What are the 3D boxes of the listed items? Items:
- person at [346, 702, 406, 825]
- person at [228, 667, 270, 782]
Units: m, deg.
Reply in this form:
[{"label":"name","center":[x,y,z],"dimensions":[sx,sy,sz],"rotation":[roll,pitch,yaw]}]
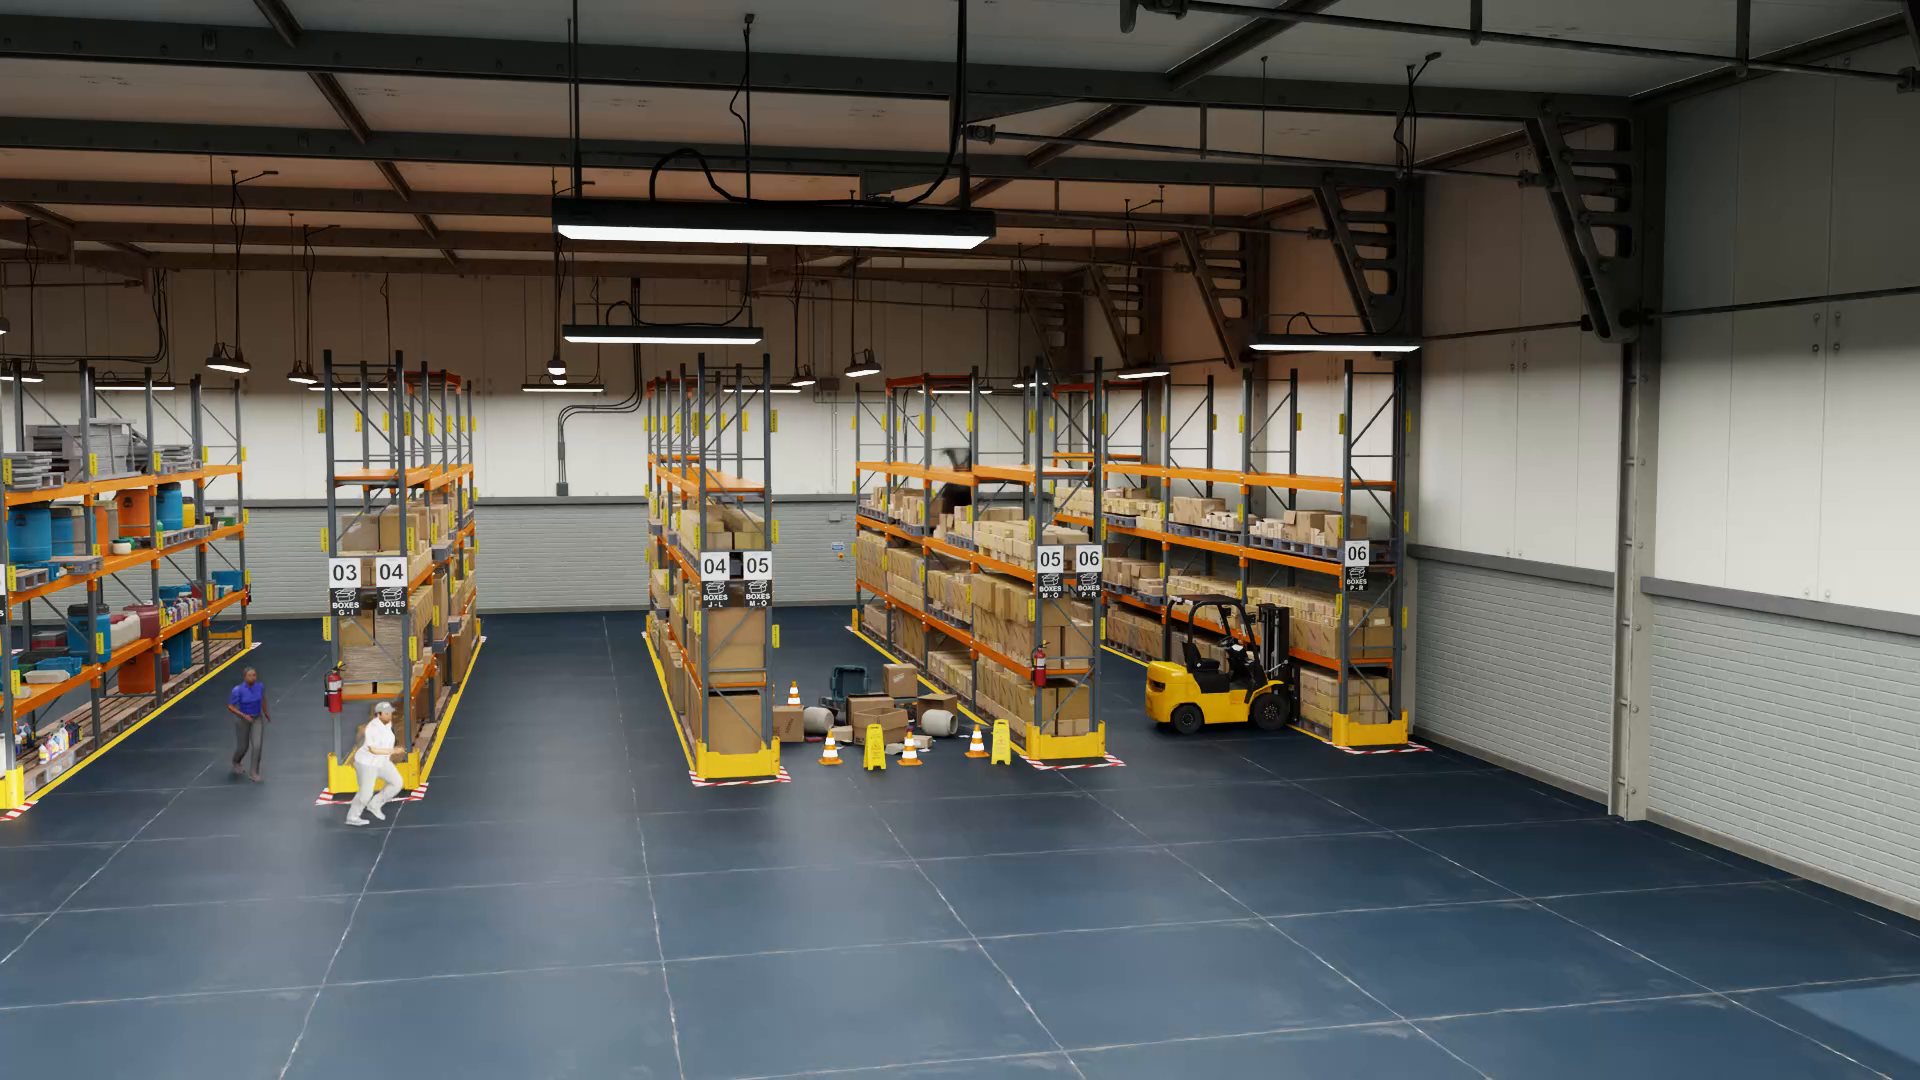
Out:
[{"label":"person","center":[-7.253,2.777,20.718],"dimensions":[0.859,1.560,0.615],"rotation":[1,4,13]},{"label":"person","center":[-10.062,2.573,23.455],"dimensions":[0.566,1.618,0.829],"rotation":[-3,5,-40]}]
